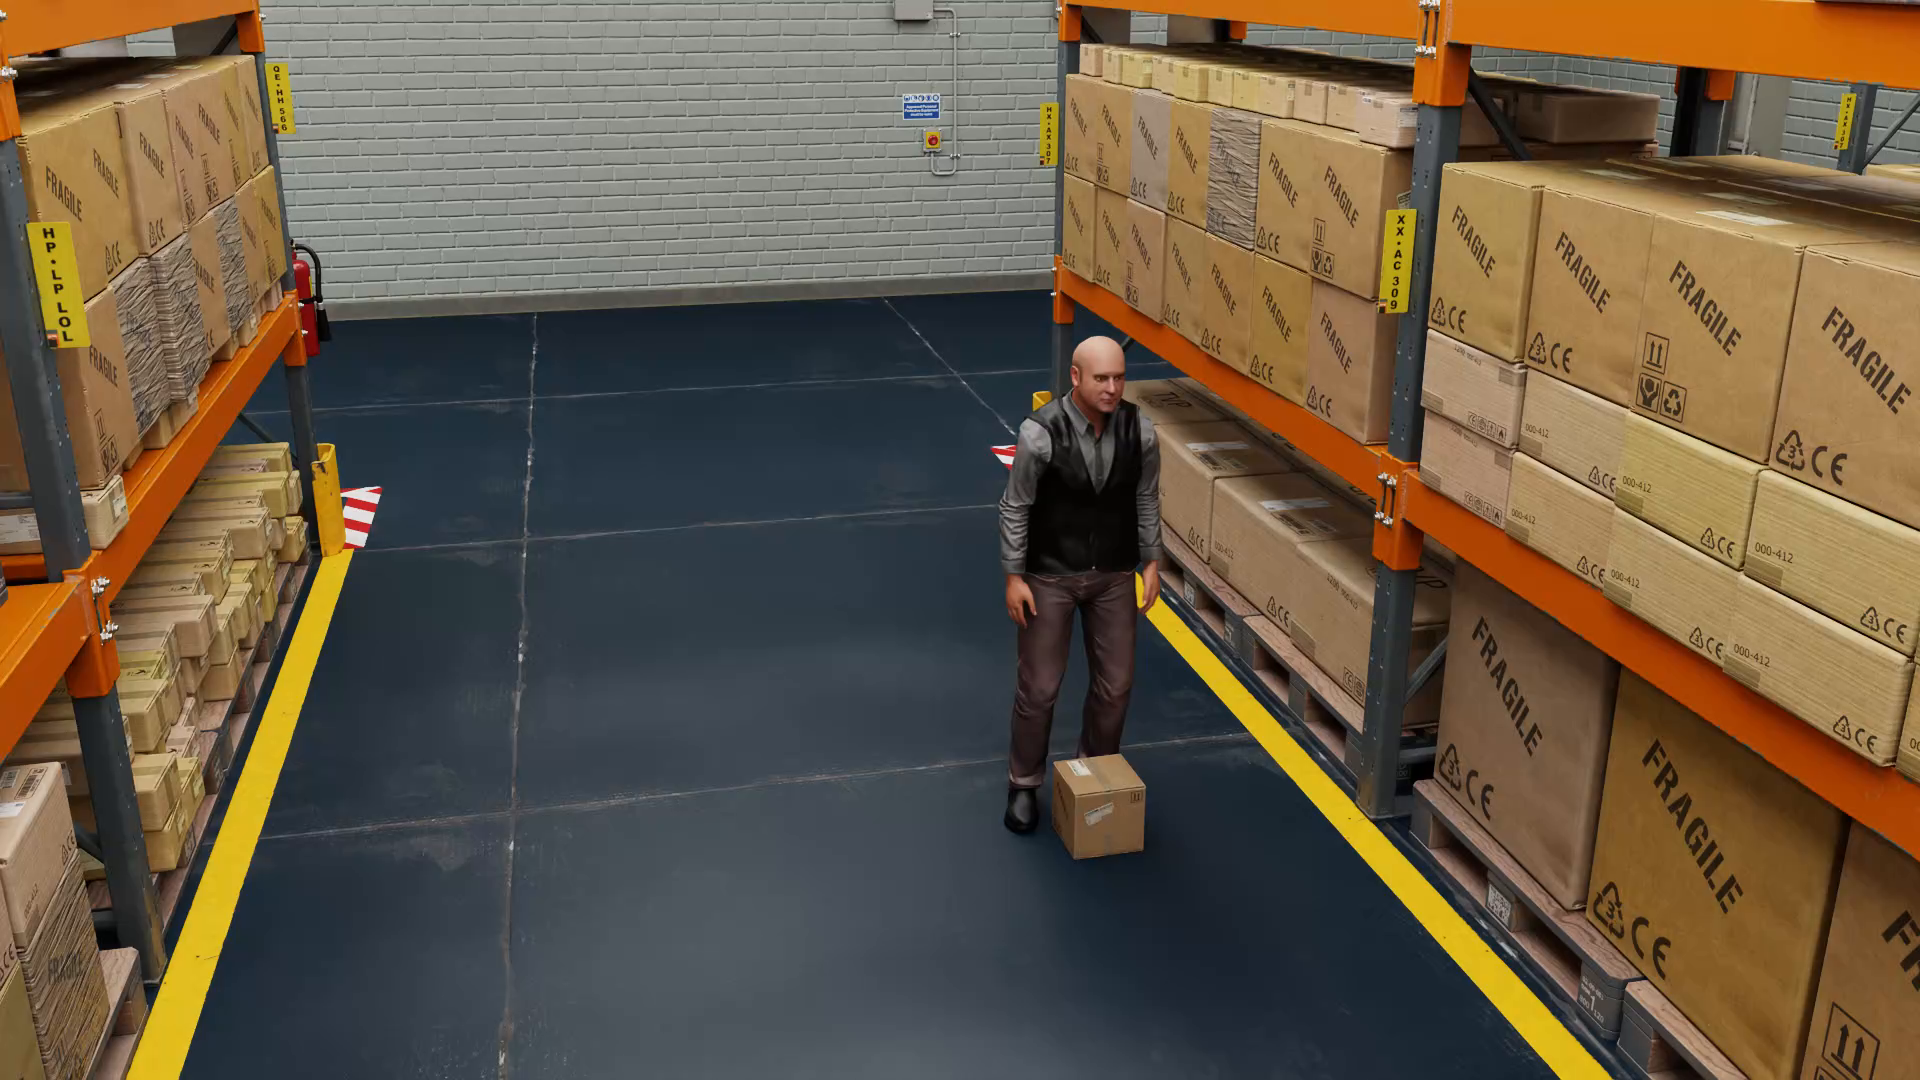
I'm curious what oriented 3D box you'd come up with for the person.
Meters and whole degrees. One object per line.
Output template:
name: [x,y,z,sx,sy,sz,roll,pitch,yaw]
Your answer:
person: [0.412,0.131,5.733,0.594,1.721,0.421,-6,20,-16]
